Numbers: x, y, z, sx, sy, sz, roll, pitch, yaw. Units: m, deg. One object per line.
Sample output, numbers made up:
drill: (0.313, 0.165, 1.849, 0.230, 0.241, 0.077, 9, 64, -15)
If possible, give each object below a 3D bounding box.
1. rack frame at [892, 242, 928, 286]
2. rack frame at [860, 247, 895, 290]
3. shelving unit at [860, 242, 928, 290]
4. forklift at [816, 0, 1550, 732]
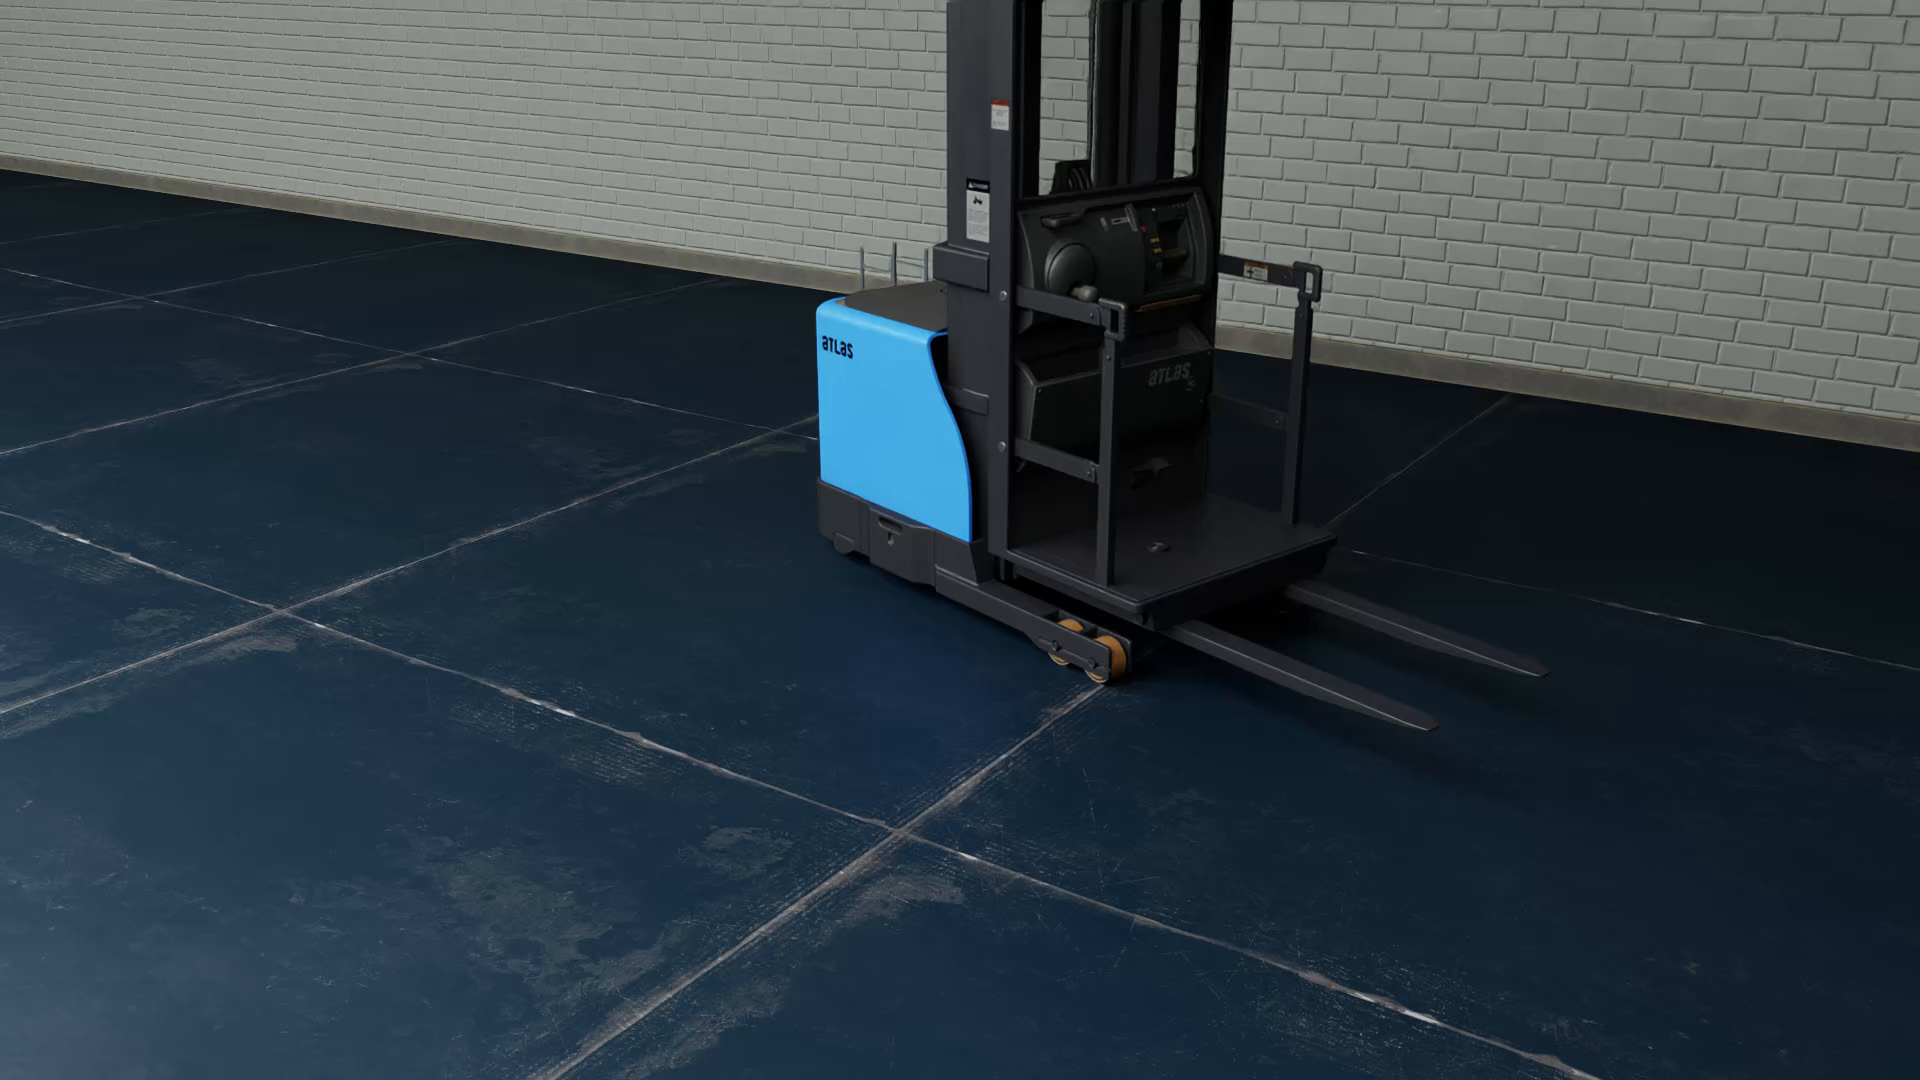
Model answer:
rack frame: (-0.221, -0.731, 7.511, 0.006, 1.200, 0.240, -17, 26, -38)
rack frame: (-0.359, -0.689, 7.399, 0.006, 1.200, 0.240, -17, 26, -38)
shelving unit: (-0.290, -0.710, 7.455, 0.189, 1.200, 0.258, -17, 26, -38)
forklift: (0.717, -1.064, 5.916, 1.130, 2.935, 3.031, -16, 26, -37)
